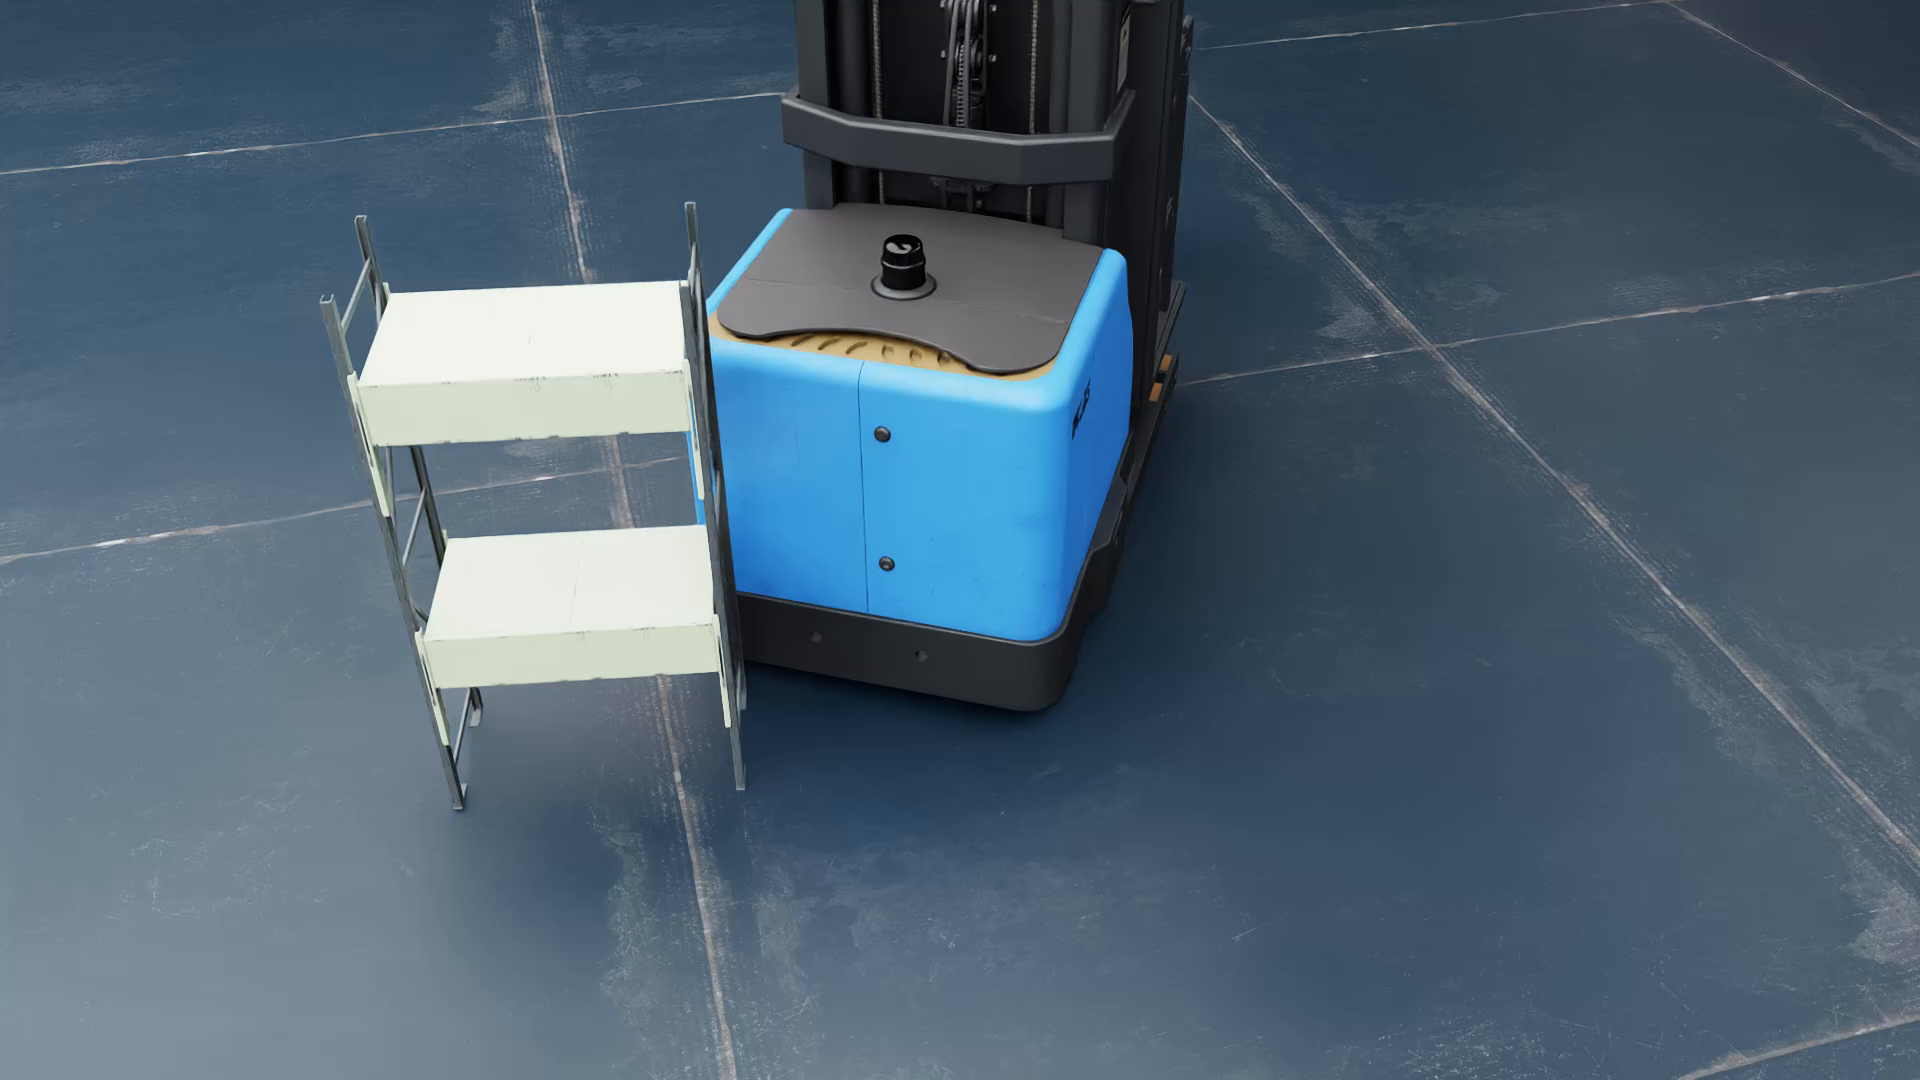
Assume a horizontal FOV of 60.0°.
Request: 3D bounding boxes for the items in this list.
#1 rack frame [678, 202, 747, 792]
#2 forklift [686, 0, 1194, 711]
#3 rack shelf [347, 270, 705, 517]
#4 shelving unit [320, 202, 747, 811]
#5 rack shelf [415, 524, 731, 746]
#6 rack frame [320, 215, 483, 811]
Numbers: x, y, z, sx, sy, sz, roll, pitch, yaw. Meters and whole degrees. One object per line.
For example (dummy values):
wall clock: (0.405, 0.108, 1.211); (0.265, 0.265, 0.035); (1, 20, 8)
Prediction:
rack frame: (-0.596, -0.054, 4.086); (0.023, 1.500, 0.400); (-3, 38, -4)
forklift: (0.150, -1.597, 4.925); (1.130, 2.935, 3.031); (9, 38, 12)
rack shelf: (-0.960, -0.343, 3.822); (0.720, 0.370, 0.431); (-3, 38, -4)
shelving unit: (-0.960, -0.033, 4.059); (0.755, 1.500, 0.431); (-3, 38, -4)
rack shelf: (-0.960, 0.226, 4.257); (0.720, 0.370, 0.431); (-3, 38, -4)
rack frame: (-1.324, -0.013, 4.032); (0.023, 1.500, 0.400); (-3, 38, -4)
